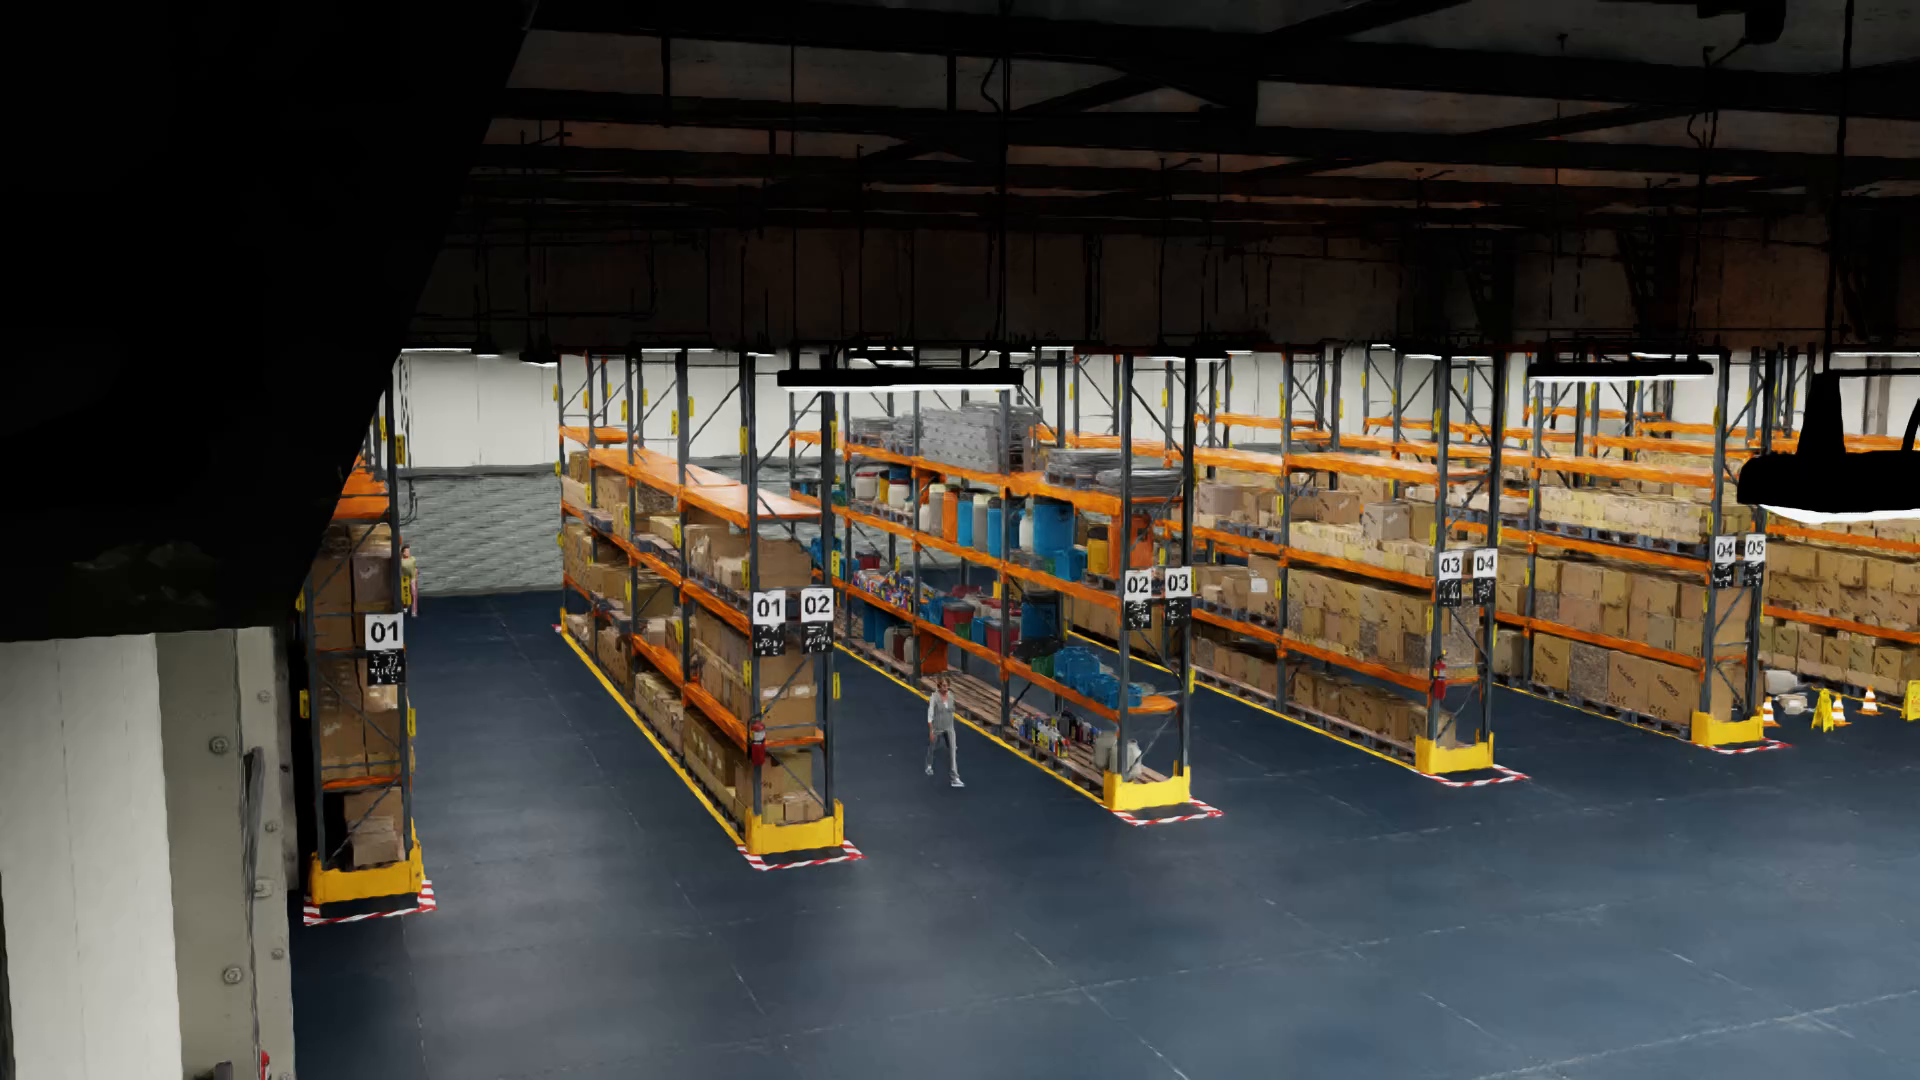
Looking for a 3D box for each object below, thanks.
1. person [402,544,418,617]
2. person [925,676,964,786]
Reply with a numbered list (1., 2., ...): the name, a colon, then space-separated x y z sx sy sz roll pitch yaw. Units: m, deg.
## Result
1. person: -12.181 0.881 36.608 0.448 1.590 1.110 -2 8 -19
2. person: -0.263 2.643 23.217 0.417 1.480 1.036 -2 8 -18
